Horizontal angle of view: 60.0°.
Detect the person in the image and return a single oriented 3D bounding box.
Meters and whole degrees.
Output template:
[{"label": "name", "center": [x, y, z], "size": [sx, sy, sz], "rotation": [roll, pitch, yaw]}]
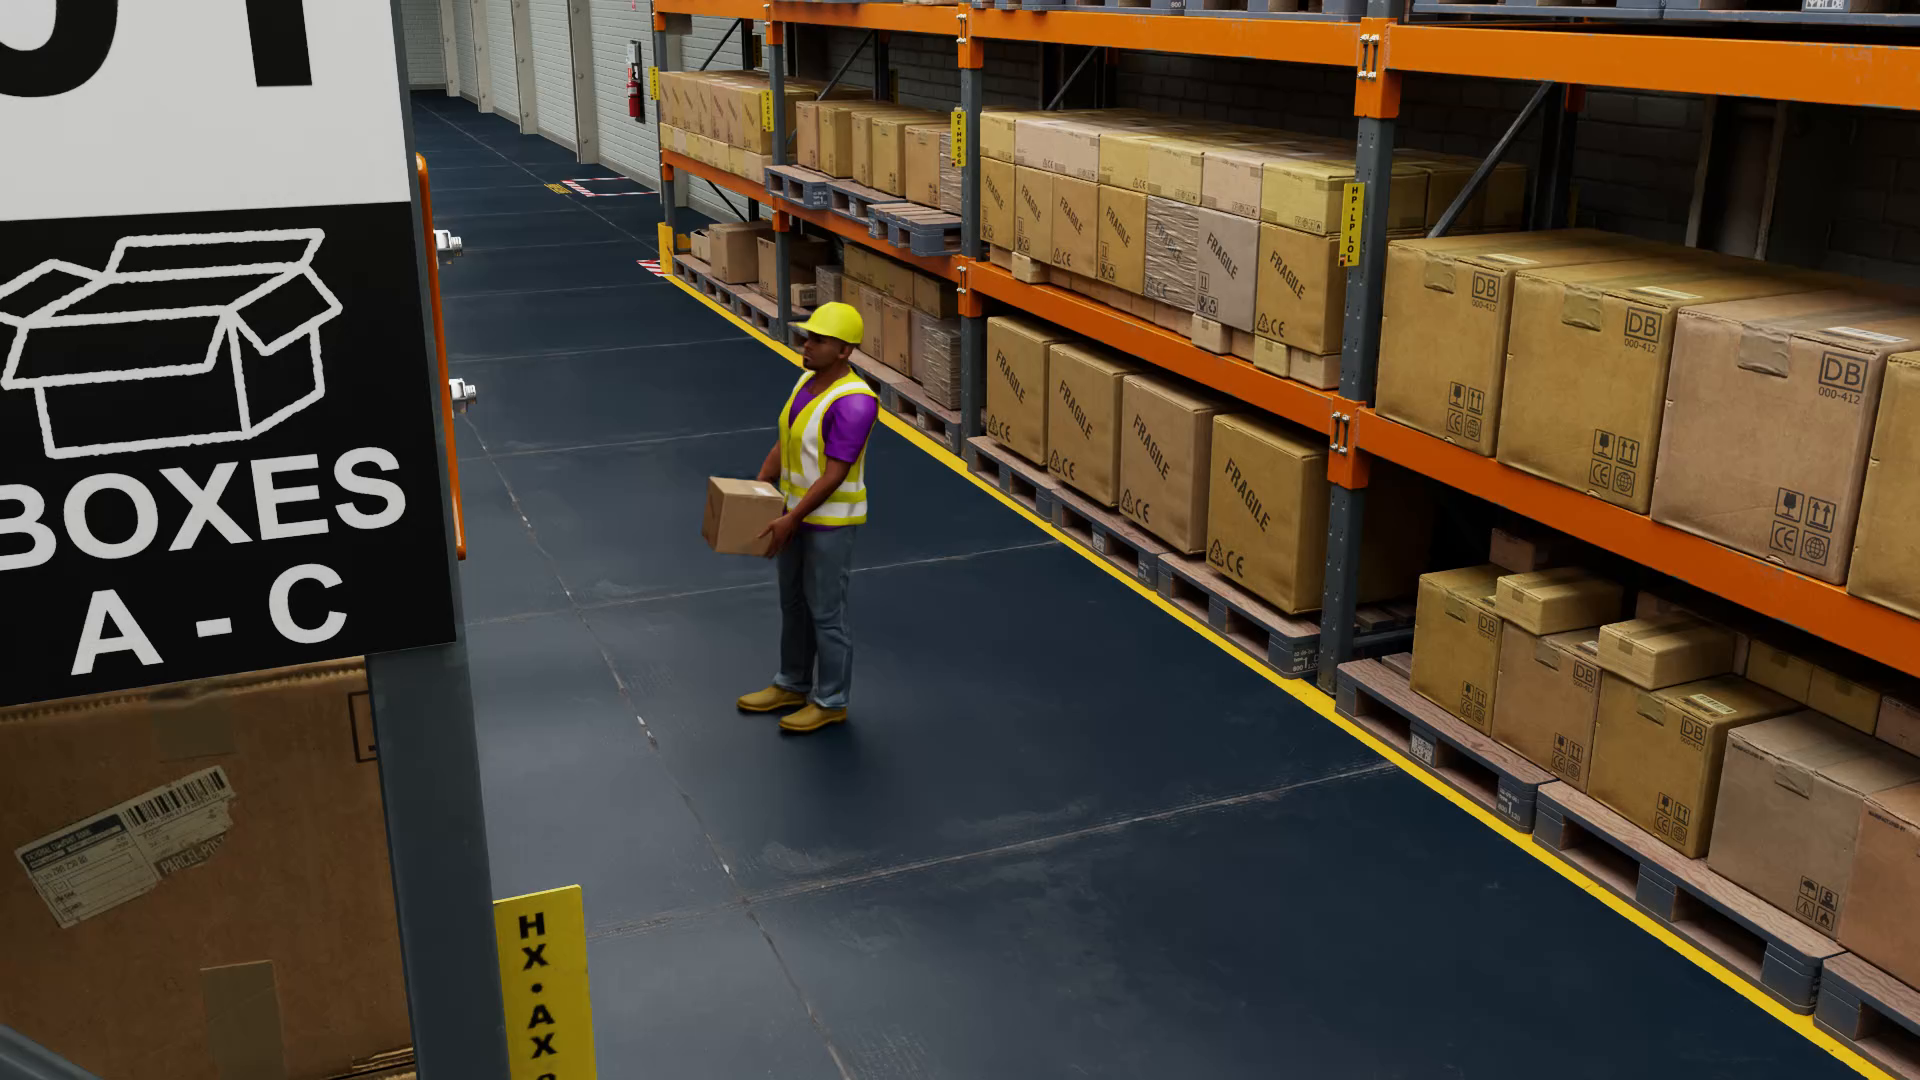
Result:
[{"label": "person", "center": [-0.629, -0.080, 6.751], "size": [0.538, 1.772, 0.565], "rotation": [-11, 21, -29]}]
